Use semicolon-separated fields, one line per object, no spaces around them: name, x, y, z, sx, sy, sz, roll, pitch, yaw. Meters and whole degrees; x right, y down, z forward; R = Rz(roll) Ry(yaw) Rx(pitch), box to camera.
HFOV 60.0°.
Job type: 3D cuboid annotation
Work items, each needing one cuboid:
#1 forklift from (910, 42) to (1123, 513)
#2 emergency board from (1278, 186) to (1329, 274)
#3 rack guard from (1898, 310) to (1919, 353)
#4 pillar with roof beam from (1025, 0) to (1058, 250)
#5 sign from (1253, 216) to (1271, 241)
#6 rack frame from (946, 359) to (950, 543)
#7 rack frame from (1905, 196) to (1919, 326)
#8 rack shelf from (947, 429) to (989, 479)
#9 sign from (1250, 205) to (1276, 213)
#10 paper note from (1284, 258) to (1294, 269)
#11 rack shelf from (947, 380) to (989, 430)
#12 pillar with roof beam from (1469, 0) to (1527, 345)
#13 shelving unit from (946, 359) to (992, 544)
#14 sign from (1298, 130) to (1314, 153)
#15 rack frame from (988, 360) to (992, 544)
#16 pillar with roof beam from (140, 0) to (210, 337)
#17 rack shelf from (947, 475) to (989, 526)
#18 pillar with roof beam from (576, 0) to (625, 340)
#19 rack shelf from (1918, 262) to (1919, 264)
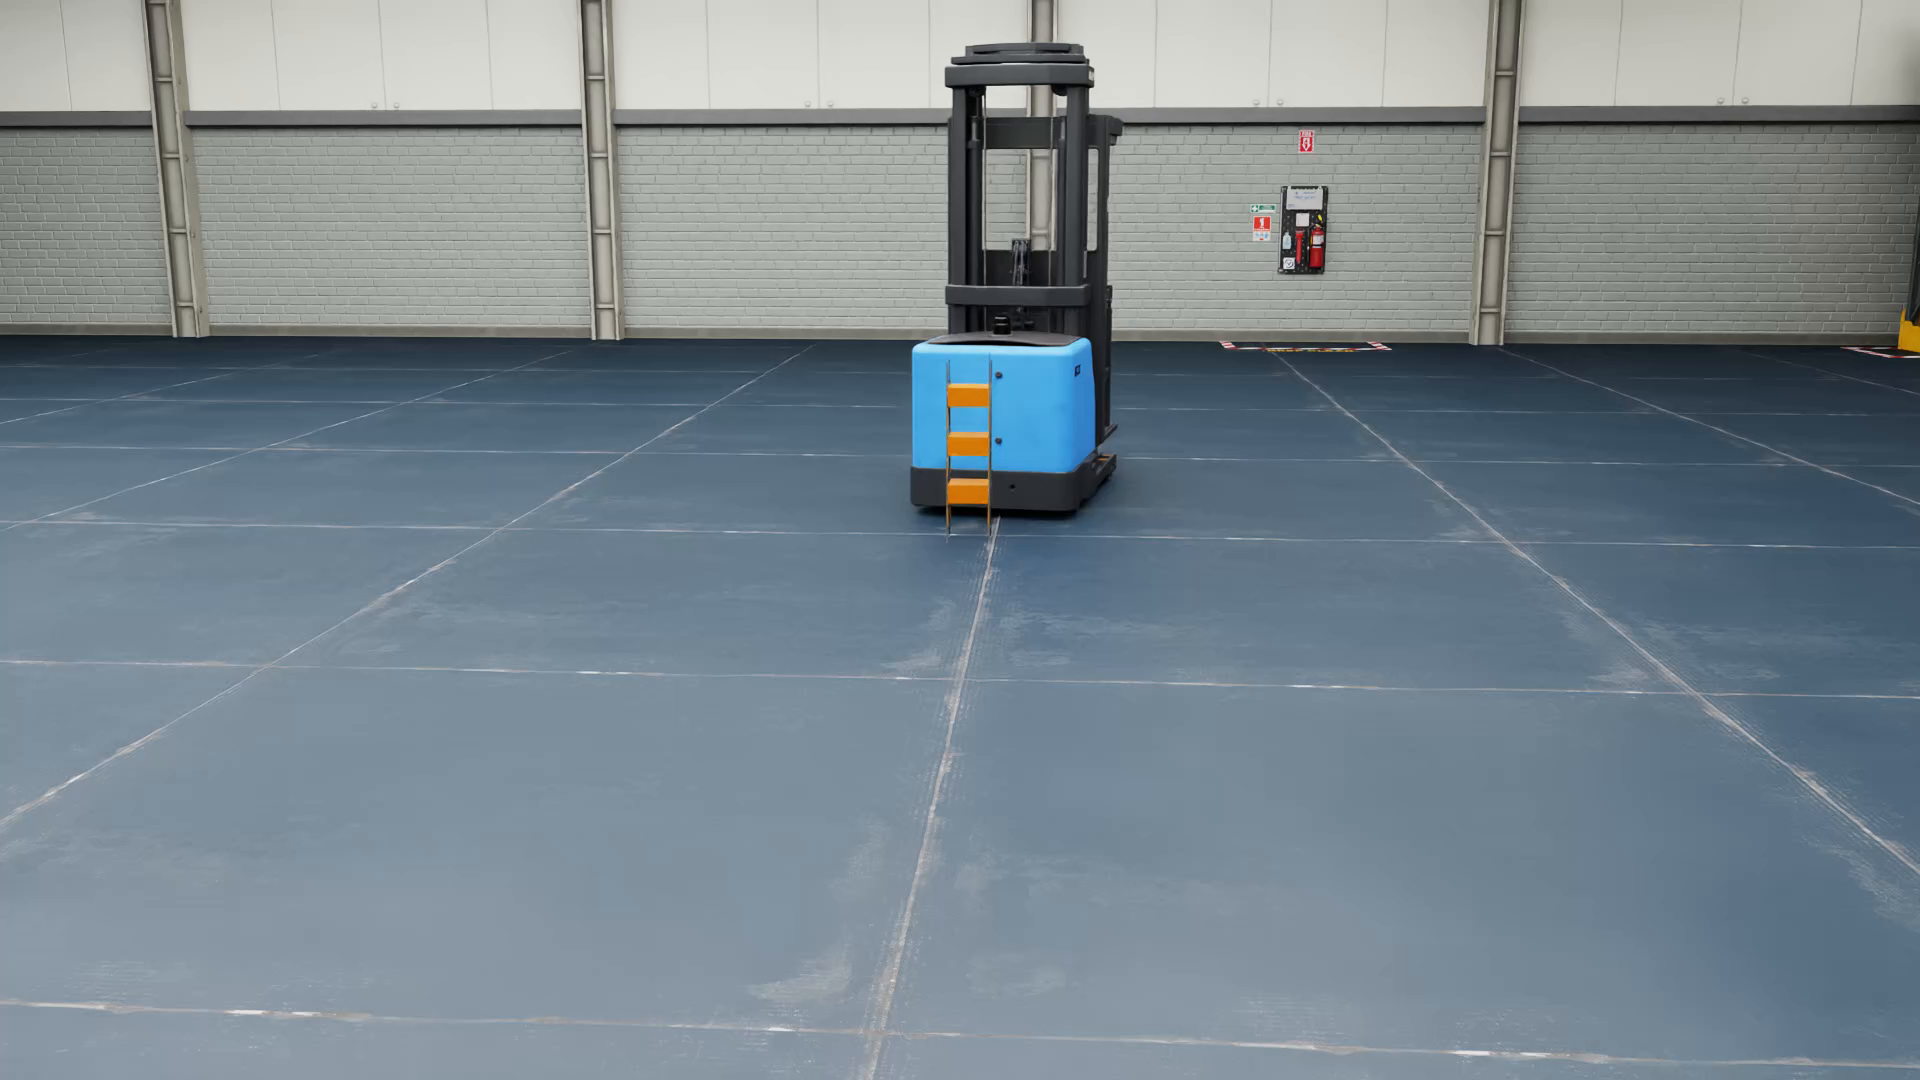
forklift;0.511;-1.863;11.518;1.130;2.935;3.031;3;12;12
emergency board;4.614;-4.149;22.278;0.643;1.169;0.194;1;12;4
rack guard;12.383;-2.634;21.139;0.348;0.500;1.175;1;12;4
pillar with roof beam;0.803;-6.247;17.653;0.400;9.000;9.100;1;12;4
sign;4.069;-4.195;22.411;0.234;0.329;0.001;1;12;4
rack frame;-0.068;-0.515;9.665;0.008;1.050;0.200;1;12;4
rack frame;12.307;-3.858;20.888;0.127;3.000;1.000;1;12;4
rack shelf;0.053;-0.503;9.659;0.240;0.259;0.215;1;12;4
sign;4.073;-4.453;22.348;0.331;0.109;0.001;1;12;4
paper note;4.442;-3.735;22.447;0.142;0.148;0.016;1;12;4
rack shelf;0.053;-0.781;9.601;0.240;0.259;0.215;1;12;4
pillar with roof beam;6.789;-6.165;17.260;0.400;9.000;9.100;1;12;4
shelving unit;0.053;-0.513;9.657;0.252;1.050;0.215;1;12;4
sign;4.612;-5.304;22.138;0.199;0.298;0.001;1;12;4
rack frame;0.175;-0.511;9.649;0.008;1.050;0.200;1;12;4
pillar with roof beam;-11.170;-6.411;18.438;0.400;9.000;9.100;1;12;4
rack shelf;0.053;-0.231;9.716;0.240;0.259;0.215;1;12;4
pillar with roof beam;-5.184;-6.329;18.045;0.400;9.000;9.100;1;12;4
rack shelf;14.303;-3.479;20.830;4.000;0.370;1.077;1;12;4
